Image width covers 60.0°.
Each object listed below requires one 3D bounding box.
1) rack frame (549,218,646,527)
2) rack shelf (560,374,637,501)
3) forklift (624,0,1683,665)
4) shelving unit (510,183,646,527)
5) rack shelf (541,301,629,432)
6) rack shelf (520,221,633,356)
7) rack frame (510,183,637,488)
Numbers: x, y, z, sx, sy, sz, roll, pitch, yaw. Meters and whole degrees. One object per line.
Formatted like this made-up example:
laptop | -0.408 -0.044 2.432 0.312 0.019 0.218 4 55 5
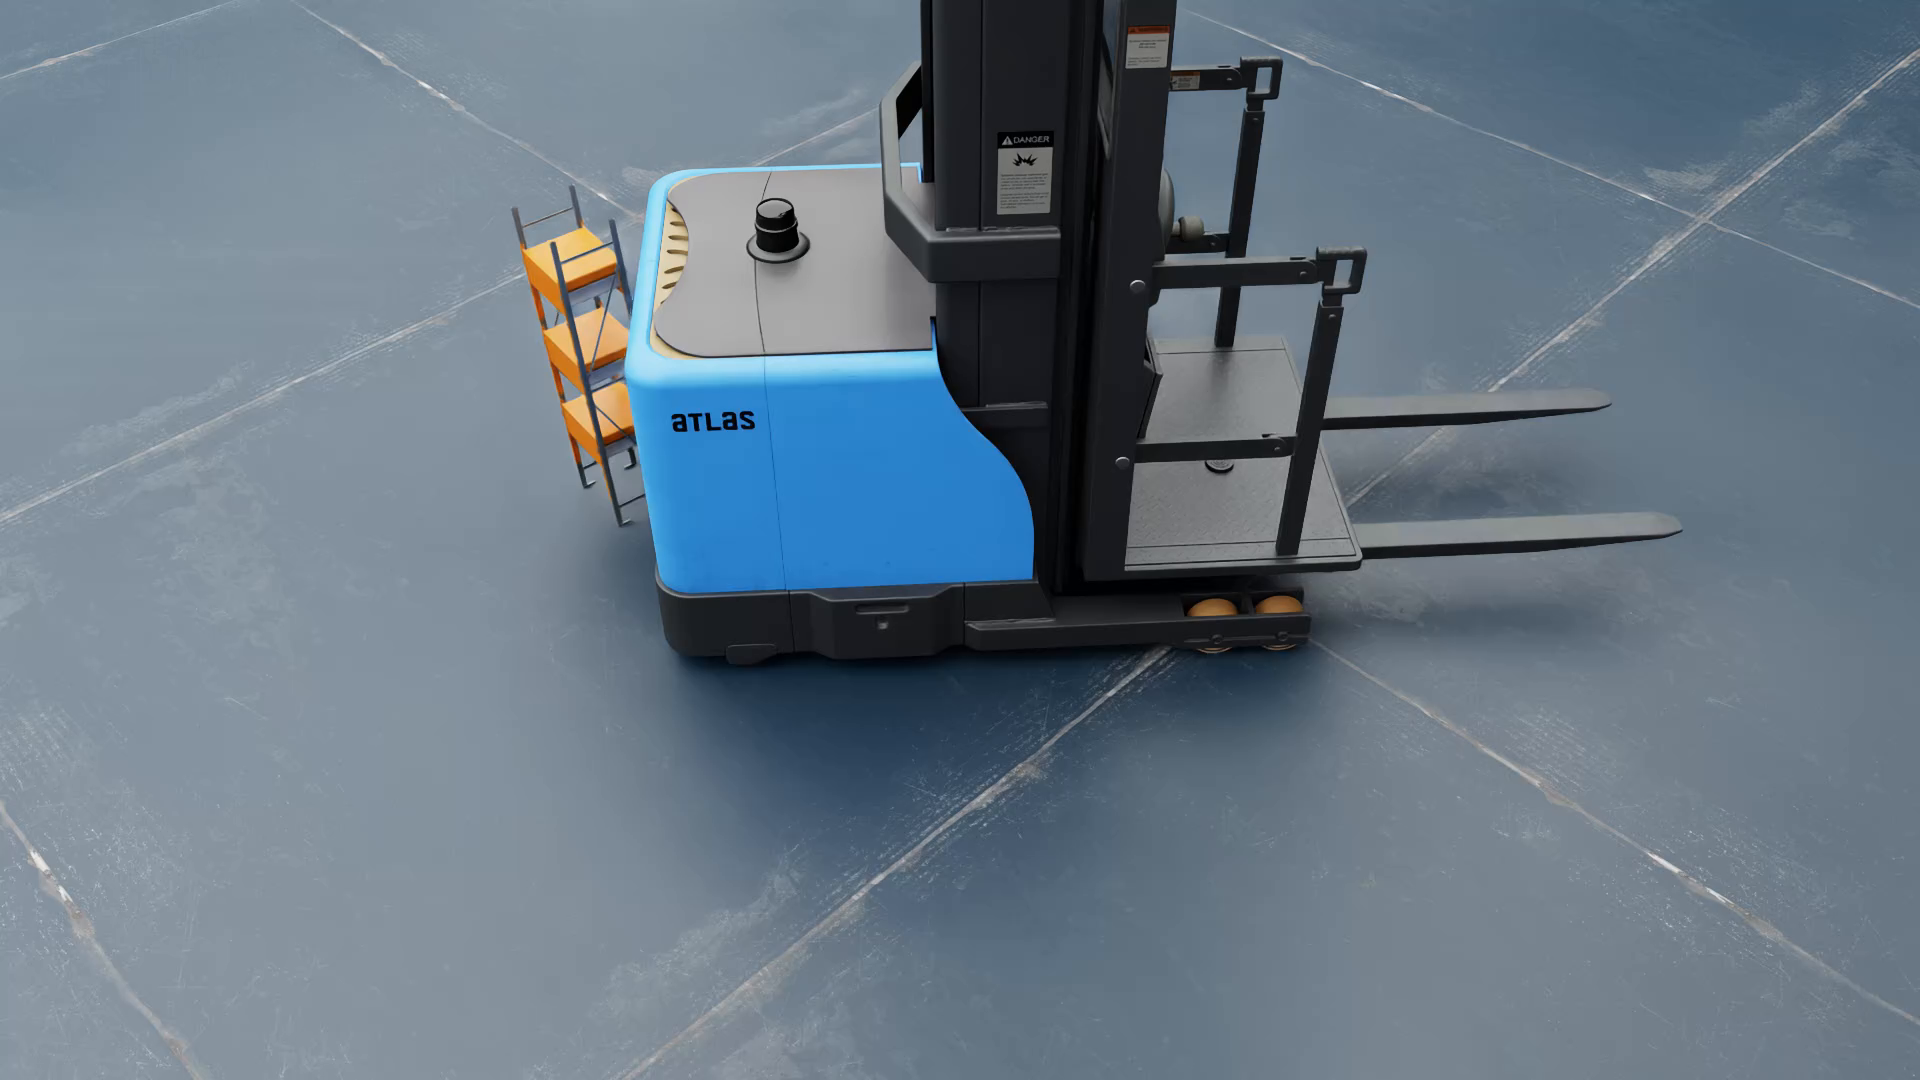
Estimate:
rack frame | -1.028 -0.473 4.973 0.200 1.050 0.008 -28 48 -25
rack shelf | -1.090 -0.324 5.242 0.215 0.259 0.240 -28 48 -25
forklift | 0.624 -1.103 4.284 3.031 2.935 1.130 -2 43 -3
shelving unit | -1.102 -0.536 5.047 0.215 1.050 0.252 -28 48 -25
rack shelf | -1.101 -0.529 5.054 0.215 0.259 0.240 -28 48 -25
rack shelf | -1.113 -0.738 4.863 0.215 0.259 0.240 -28 48 -25
rack frame | -1.175 -0.600 5.121 0.200 1.050 0.008 -28 48 -25
